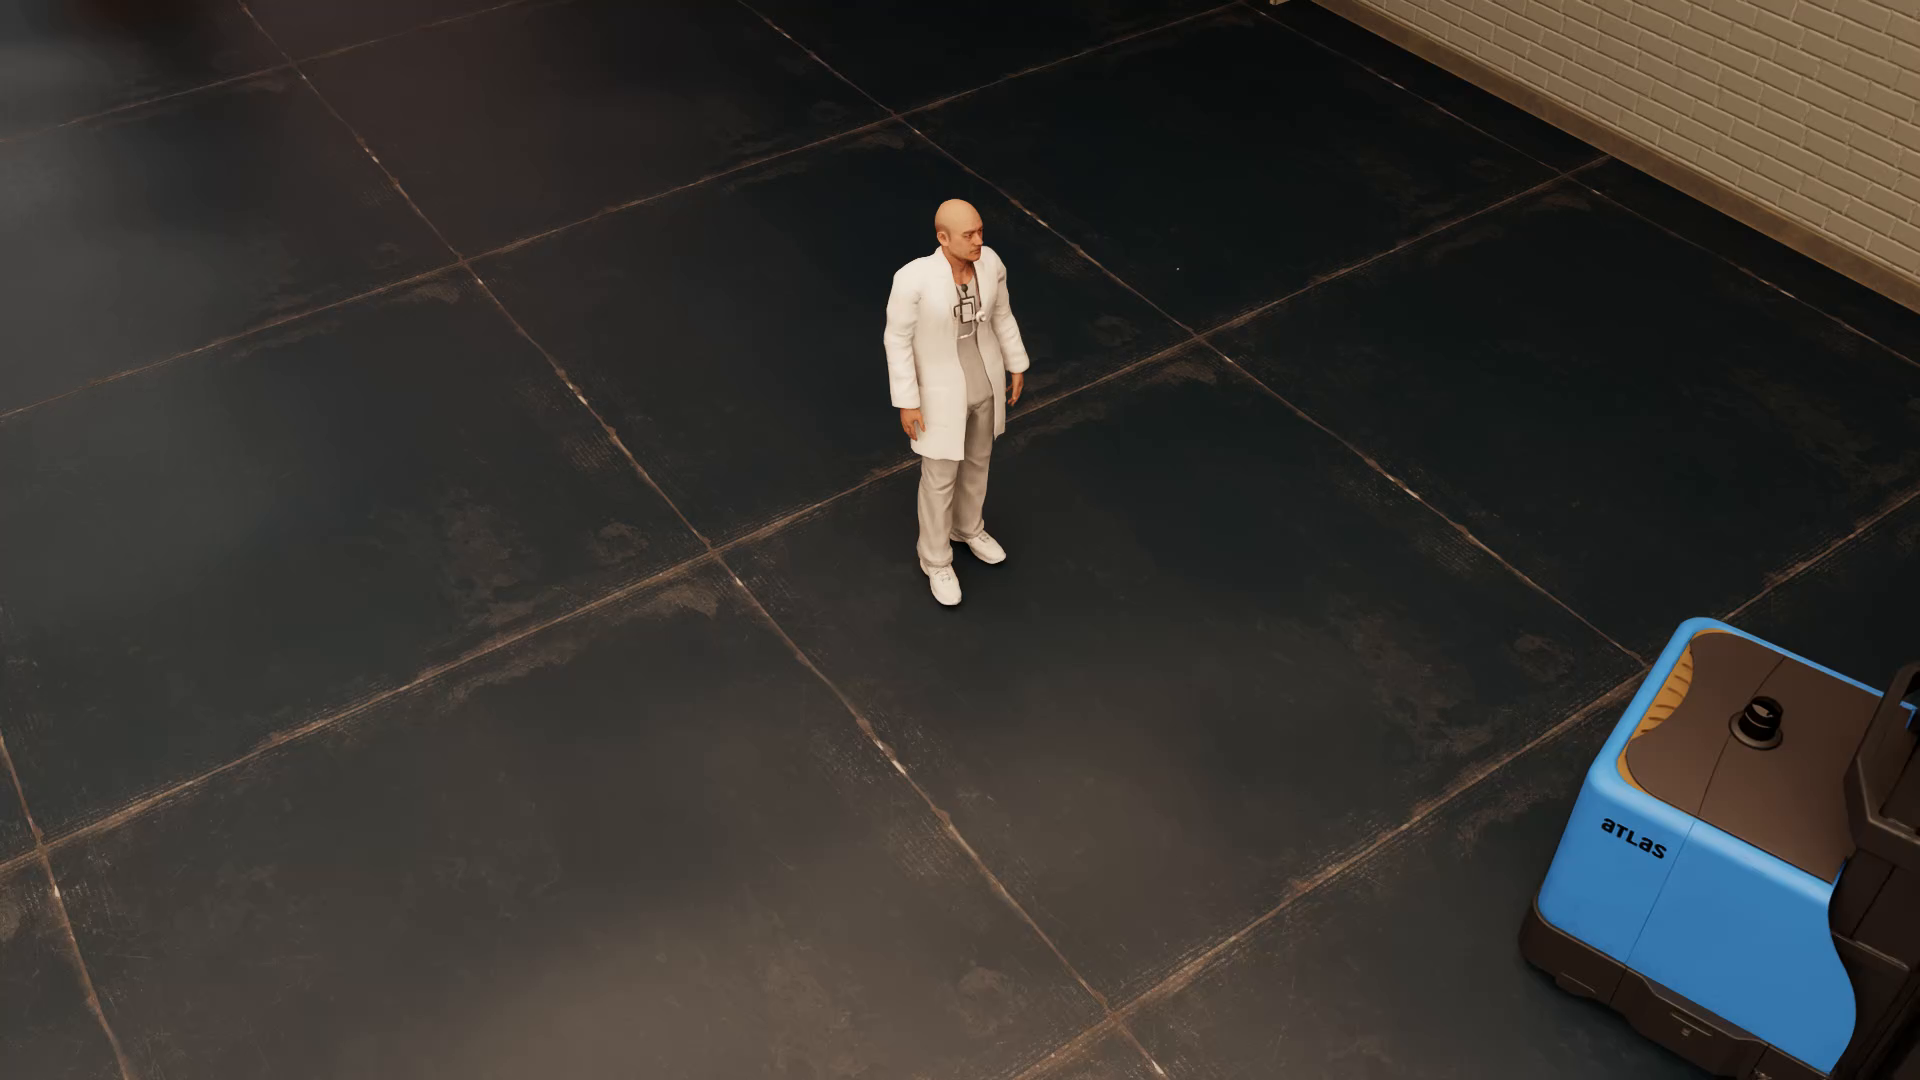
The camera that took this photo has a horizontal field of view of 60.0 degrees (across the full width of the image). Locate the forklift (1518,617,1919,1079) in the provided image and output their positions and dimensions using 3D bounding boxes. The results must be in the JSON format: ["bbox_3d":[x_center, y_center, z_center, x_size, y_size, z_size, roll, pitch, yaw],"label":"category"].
[{"bbox_3d":[3.542,0.833,4.811,3.031,2.935,1.130,27,49,27],"label":"forklift"}]

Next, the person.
[{"bbox_3d":[0.049,-0.607,7.214,0.698,1.778,0.578,-25,48,-25],"label":"person"}]
